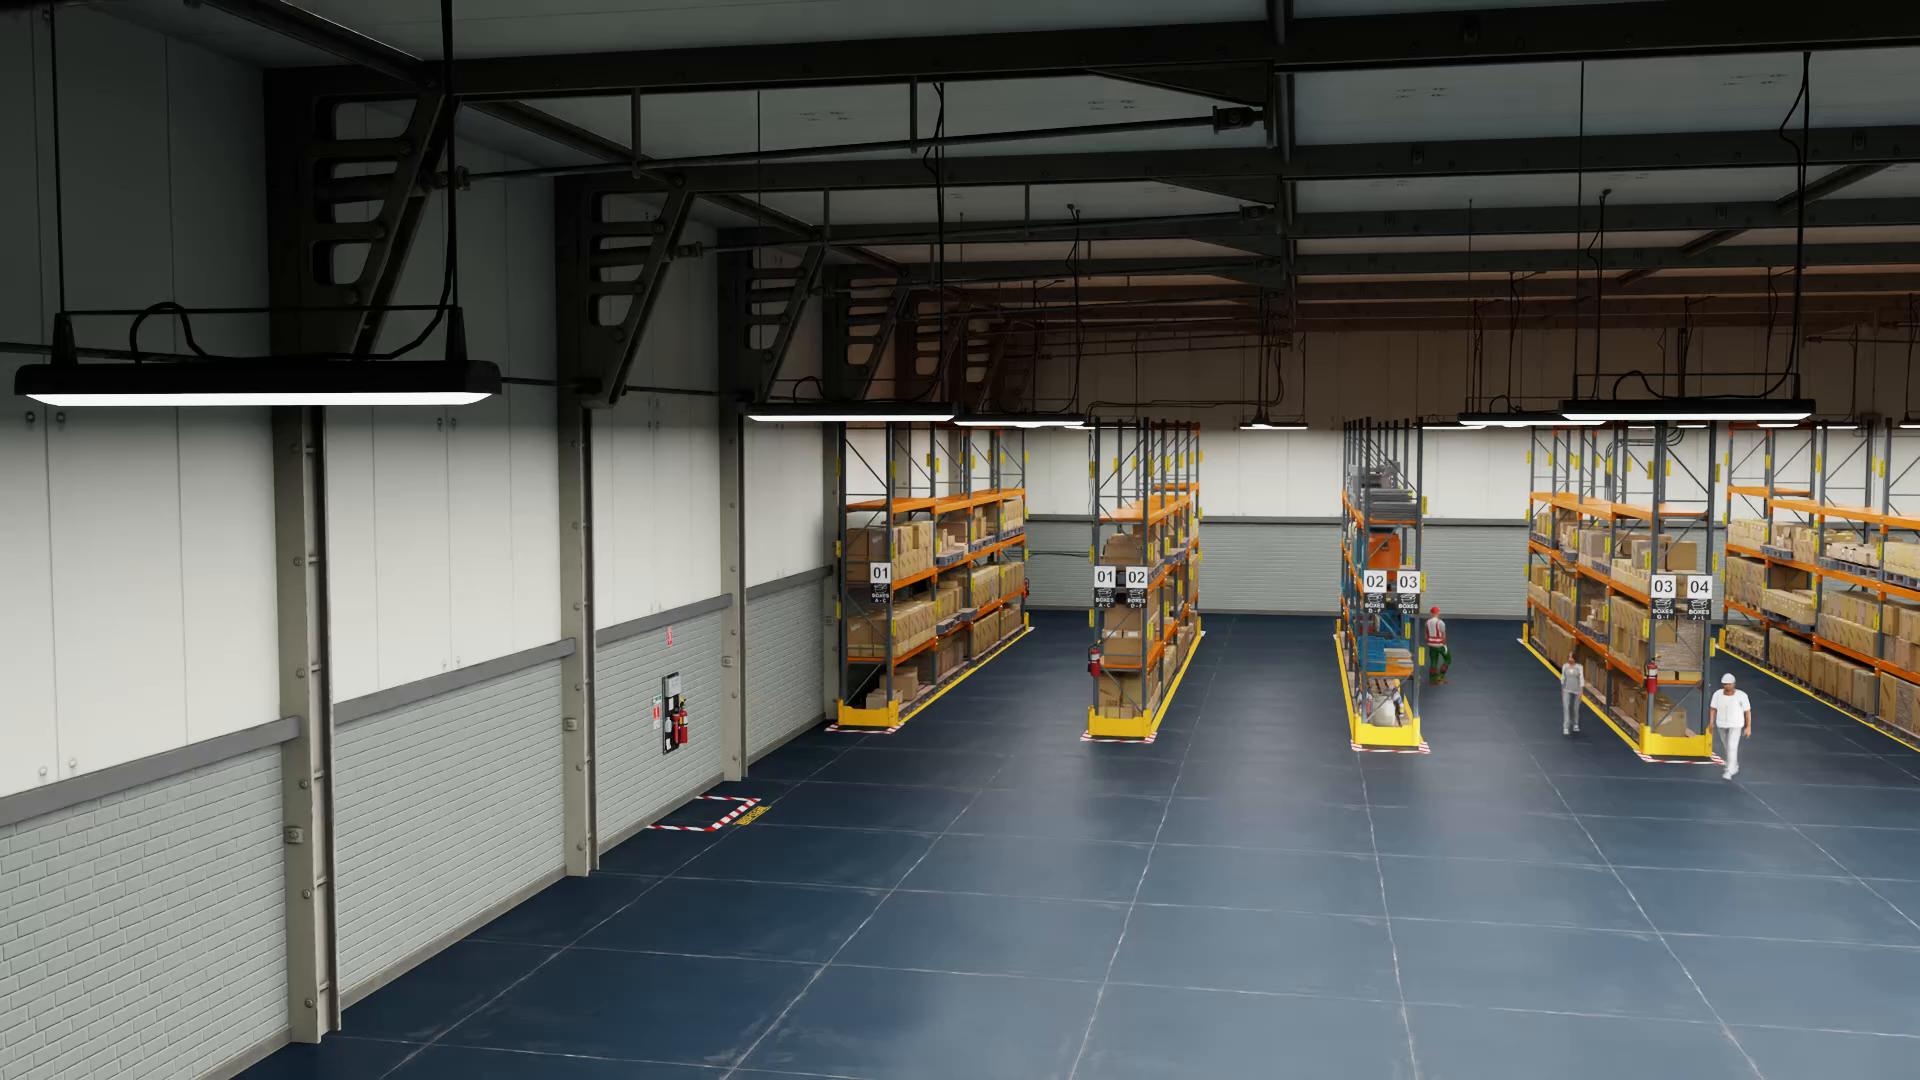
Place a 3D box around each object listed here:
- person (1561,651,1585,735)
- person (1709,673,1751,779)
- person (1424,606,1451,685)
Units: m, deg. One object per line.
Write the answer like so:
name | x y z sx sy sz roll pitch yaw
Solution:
person | 11.578 2.892 31.444 0.432 1.537 0.903 2 4 24
person | 12.640 3.057 27.391 1.029 1.711 0.595 -3 5 -41
person | 10.803 2.390 37.585 0.465 1.784 0.610 -3 5 -40
